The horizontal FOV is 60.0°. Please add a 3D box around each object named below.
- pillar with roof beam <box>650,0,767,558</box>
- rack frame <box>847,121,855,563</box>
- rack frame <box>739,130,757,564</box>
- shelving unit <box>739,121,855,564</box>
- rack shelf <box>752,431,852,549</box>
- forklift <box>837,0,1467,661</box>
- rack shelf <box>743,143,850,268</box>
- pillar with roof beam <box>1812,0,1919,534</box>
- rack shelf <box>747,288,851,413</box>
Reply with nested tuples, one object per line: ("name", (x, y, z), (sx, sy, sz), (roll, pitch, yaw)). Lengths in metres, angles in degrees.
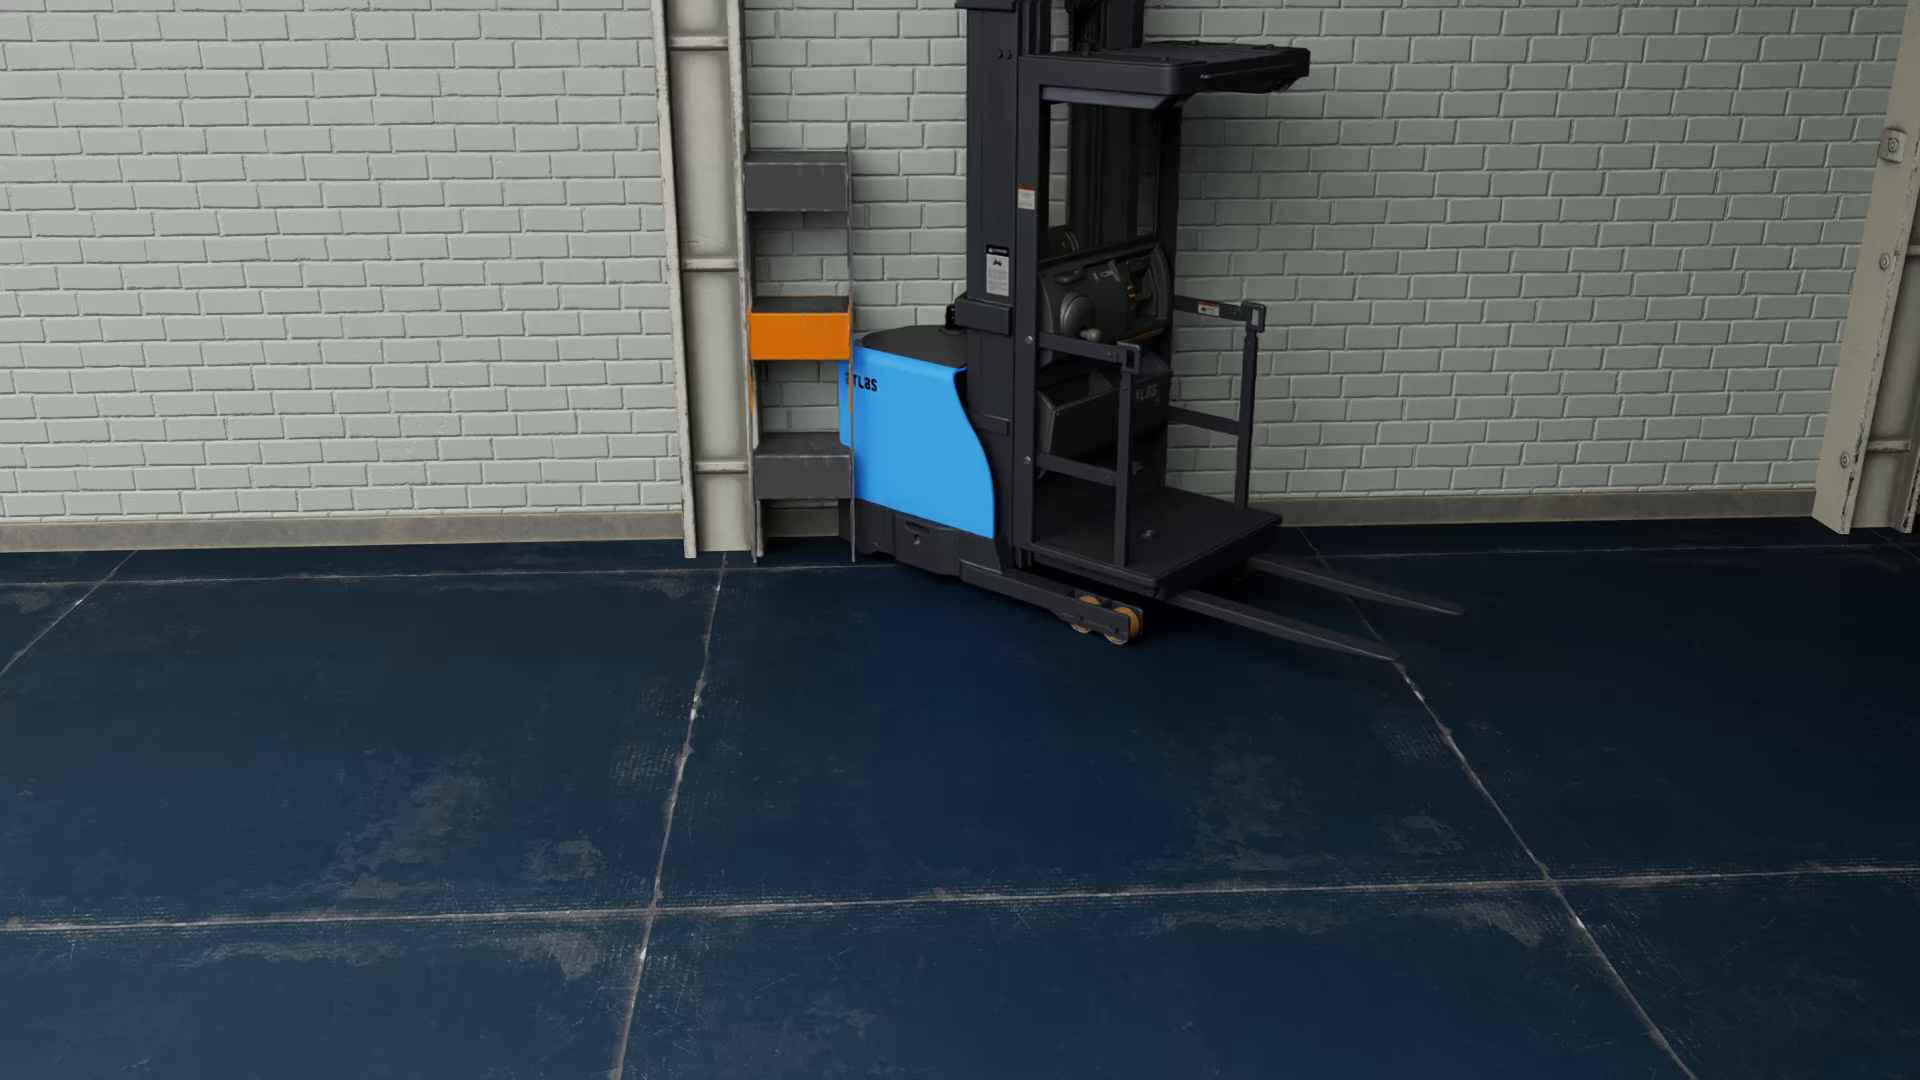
("pillar with roof beam", (-0.951, -2.644, 2.919), (0.400, 9.000, 9.100), (-1, 21, -3))
("rack frame", (-0.529, -0.941, 8.100), (0.015, 2.100, 0.400), (-1, 21, -4))
("rack frame", (-1.016, -0.937, 8.070), (0.015, 2.100, 0.400), (-1, 21, -4))
("shelving unit", (-0.773, -0.939, 8.085), (0.503, 2.100, 0.431), (-1, 21, -4))
("rack shelf", (-0.782, -0.271, 8.335), (0.480, 0.518, 0.431), (-1, 21, -4))
("forklift", (0.829, -1.116, 7.433), (3.031, 2.935, 1.130), (17, 27, 38))
("rack shelf", (-0.764, -1.582, 7.844), (0.480, 0.518, 0.431), (-1, 21, -4))
("pillar with roof beam", (5.039, -2.766, 3.240), (0.400, 9.000, 9.100), (-1, 21, -3))
("rack shelf", (-0.773, -0.926, 8.090), (0.480, 0.518, 0.431), (-1, 21, -4))
